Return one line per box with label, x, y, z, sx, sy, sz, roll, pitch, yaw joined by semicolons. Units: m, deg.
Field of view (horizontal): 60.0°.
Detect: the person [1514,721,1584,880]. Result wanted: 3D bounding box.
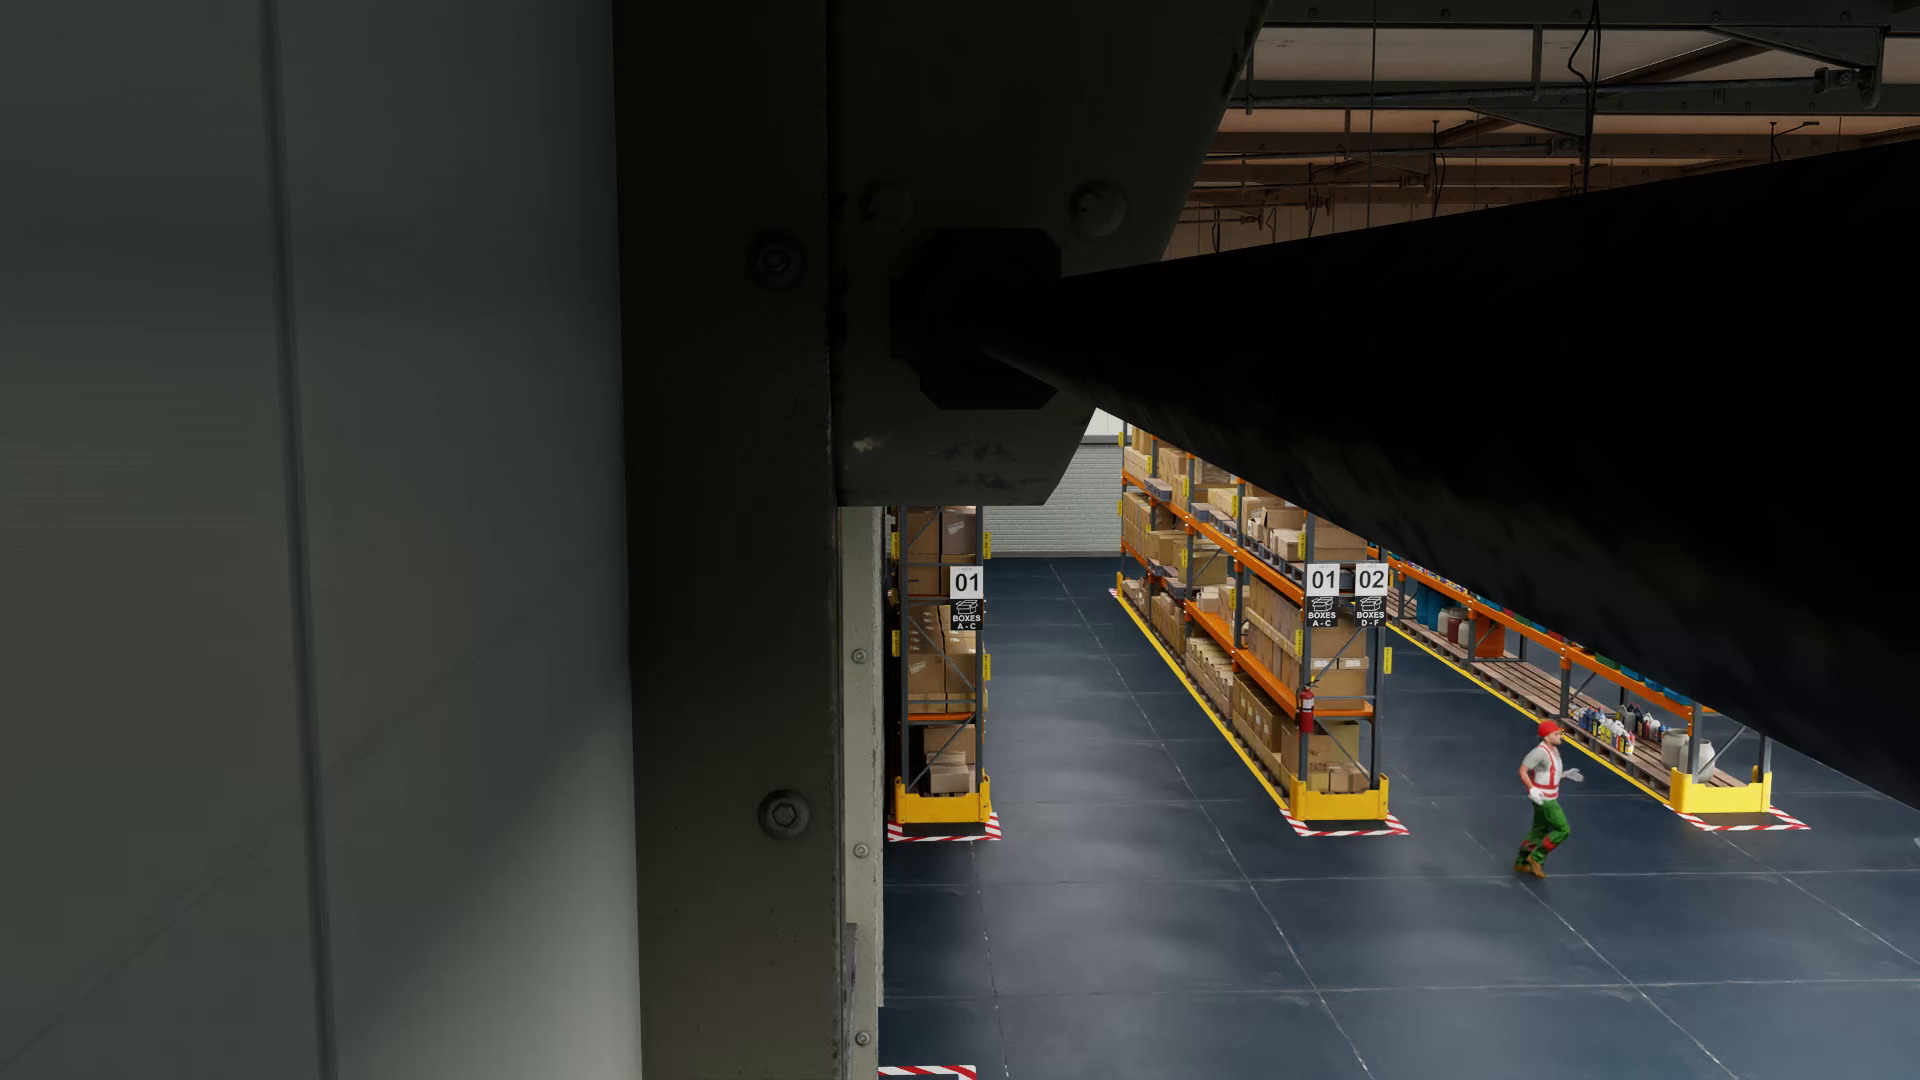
person;6.538;2.876;18.451;0.670;1.774;0.624;4;9;27
